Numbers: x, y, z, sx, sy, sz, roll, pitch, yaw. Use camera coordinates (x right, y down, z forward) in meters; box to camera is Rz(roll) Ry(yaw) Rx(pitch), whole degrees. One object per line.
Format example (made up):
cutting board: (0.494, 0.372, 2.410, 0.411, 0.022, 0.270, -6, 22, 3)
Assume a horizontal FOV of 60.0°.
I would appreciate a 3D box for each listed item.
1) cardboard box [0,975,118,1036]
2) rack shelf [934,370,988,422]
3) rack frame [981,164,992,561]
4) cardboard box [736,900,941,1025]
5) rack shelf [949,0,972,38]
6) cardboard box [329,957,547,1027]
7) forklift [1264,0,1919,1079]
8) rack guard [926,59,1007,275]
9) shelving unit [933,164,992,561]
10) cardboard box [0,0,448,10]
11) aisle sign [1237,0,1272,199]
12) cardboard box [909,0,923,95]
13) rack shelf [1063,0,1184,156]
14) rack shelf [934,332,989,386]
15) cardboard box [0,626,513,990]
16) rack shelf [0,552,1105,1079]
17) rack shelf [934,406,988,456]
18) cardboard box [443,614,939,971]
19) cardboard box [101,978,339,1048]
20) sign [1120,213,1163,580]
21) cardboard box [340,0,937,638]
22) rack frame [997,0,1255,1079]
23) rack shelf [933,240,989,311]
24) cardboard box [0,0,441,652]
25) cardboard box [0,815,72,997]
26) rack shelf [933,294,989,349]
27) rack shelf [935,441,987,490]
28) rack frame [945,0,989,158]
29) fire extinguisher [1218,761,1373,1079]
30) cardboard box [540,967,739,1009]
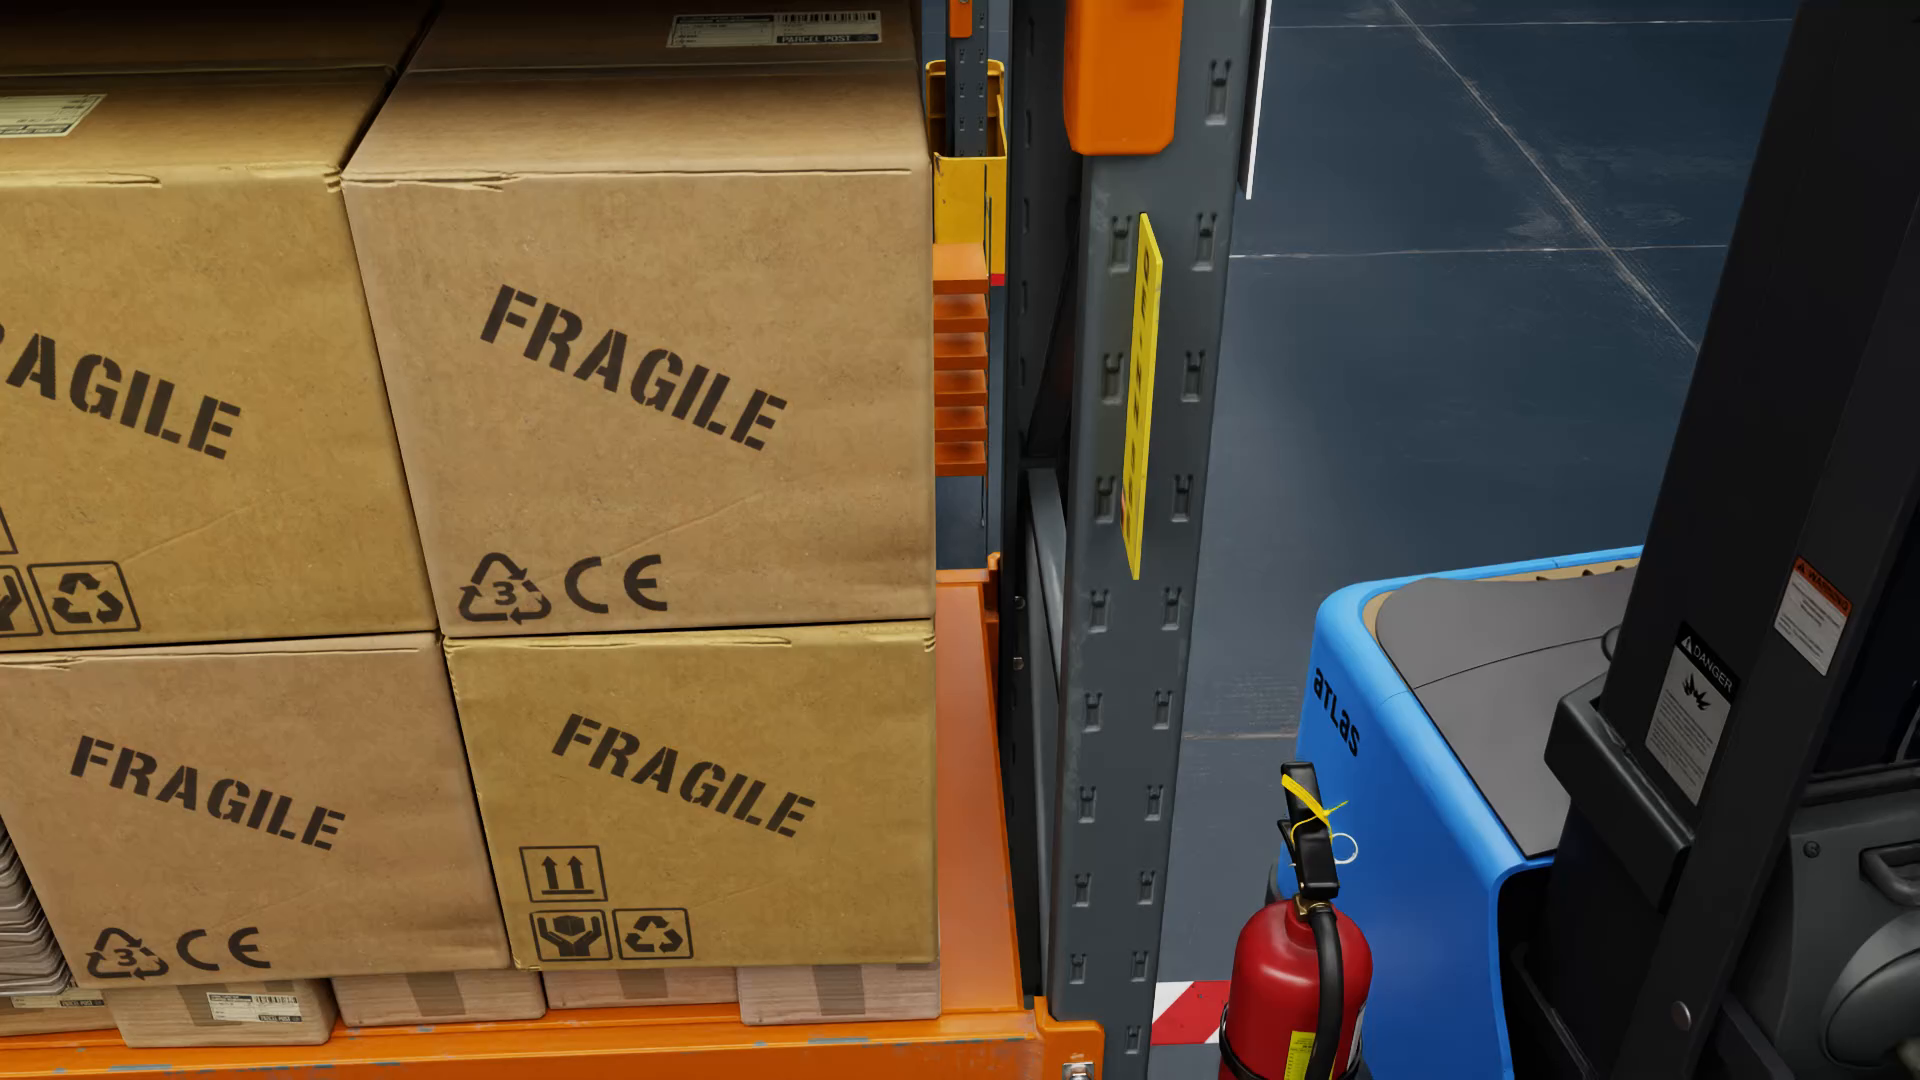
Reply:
cardboard box: (-1.175, 0.451, 2.183, 0.250, 0.149, 0.380, -3, 35, -4)
rack shelf: (-0.014, -0.456, 4.933, 0.180, 0.103, 0.258, -2, 35, -2)
rack frame: (0.077, -0.495, 4.912, 0.006, 1.200, 0.240, -2, 35, -2)
cardboard box: (-0.157, 0.440, 2.199, 0.250, 0.149, 0.380, -1, 35, -2)
rack shelf: (-1.976, -2.305, 6.577, 4.000, 0.370, 1.077, -2, 35, -2)
cardboard box: (-0.657, 0.441, 2.198, 0.250, 0.149, 0.380, -2, 35, -3)
forklift: (1.487, 0.530, 1.909, 1.130, 2.935, 3.031, -7, 35, -10)
rack guard: (0.045, -1.628, 7.163, 0.348, 0.500, 1.175, -2, 35, -2)
shelving unit: (-0.014, -0.493, 4.908, 0.189, 1.200, 0.258, -2, 35, -2)
cardboard box: (-0.809, -0.529, 2.151, 0.500, 0.500, 0.500, -1, 35, -1)
aisle sign: (0.242, -0.733, 1.389, 0.004, 0.787, 0.394, -2, 35, -2)
cardboard box: (-0.306, -0.546, 2.176, 0.500, 0.500, 0.500, -2, 35, -3)
rack shelf: (-1.842, -0.717, 1.646, 4.000, 0.370, 1.077, -2, 35, -2)
rack shelf: (-0.014, -0.555, 4.865, 0.180, 0.103, 0.258, -2, 35, -2)
cardboard box: (-0.796, 0.173, 2.015, 0.500, 0.500, 0.500, -2, 35, -3)
rack shelf: (-1.842, 0.517, 2.499, 4.000, 0.370, 1.077, -2, 35, -2)
rack shelf: (-0.014, -0.358, 5.002, 0.180, 0.103, 0.258, -2, 35, -2)
cardboard box: (-0.281, 0.162, 2.031, 0.500, 0.500, 0.500, -1, 35, -1)
cardboard box: (-0.911, 0.461, 2.169, 0.250, 0.149, 0.380, -1, 35, -1)
sign: (0.162, -0.123, 1.497, 0.005, 0.325, 0.100, -2, 35, -2)
cardboard box: (-0.290, -0.254, 1.753, 0.500, 0.500, 0.500, -2, 35, -3)
rack frame: (0.155, 0.167, 2.373, 0.127, 3.000, 1.000, -2, 35, -2)
rack shelf: (-0.014, -0.752, 4.728, 0.180, 0.103, 0.258, -2, 35, -2)
cardboard box: (-0.796, -0.240, 1.733, 0.500, 0.500, 0.500, -3, 35, -4)
cardboard box: (-1.302, 0.192, 1.987, 0.500, 0.500, 0.500, -1, 35, -2)
rack shelf: (-0.014, -0.654, 4.797, 0.180, 0.103, 0.258, -2, 35, -2)
rack shelf: (-0.014, -0.259, 5.070, 0.180, 0.103, 0.258, -2, 35, -2)
rack frame: (0.021, -2.655, 6.450, 0.127, 3.000, 1.000, -2, 35, -2)
fire extinguisher: (0.429, 0.608, 2.131, 0.183, 0.674, 0.296, -2, 35, -2)
cardboard box: (-0.407, 0.425, 2.220, 0.250, 0.149, 0.380, -2, 35, -2)
